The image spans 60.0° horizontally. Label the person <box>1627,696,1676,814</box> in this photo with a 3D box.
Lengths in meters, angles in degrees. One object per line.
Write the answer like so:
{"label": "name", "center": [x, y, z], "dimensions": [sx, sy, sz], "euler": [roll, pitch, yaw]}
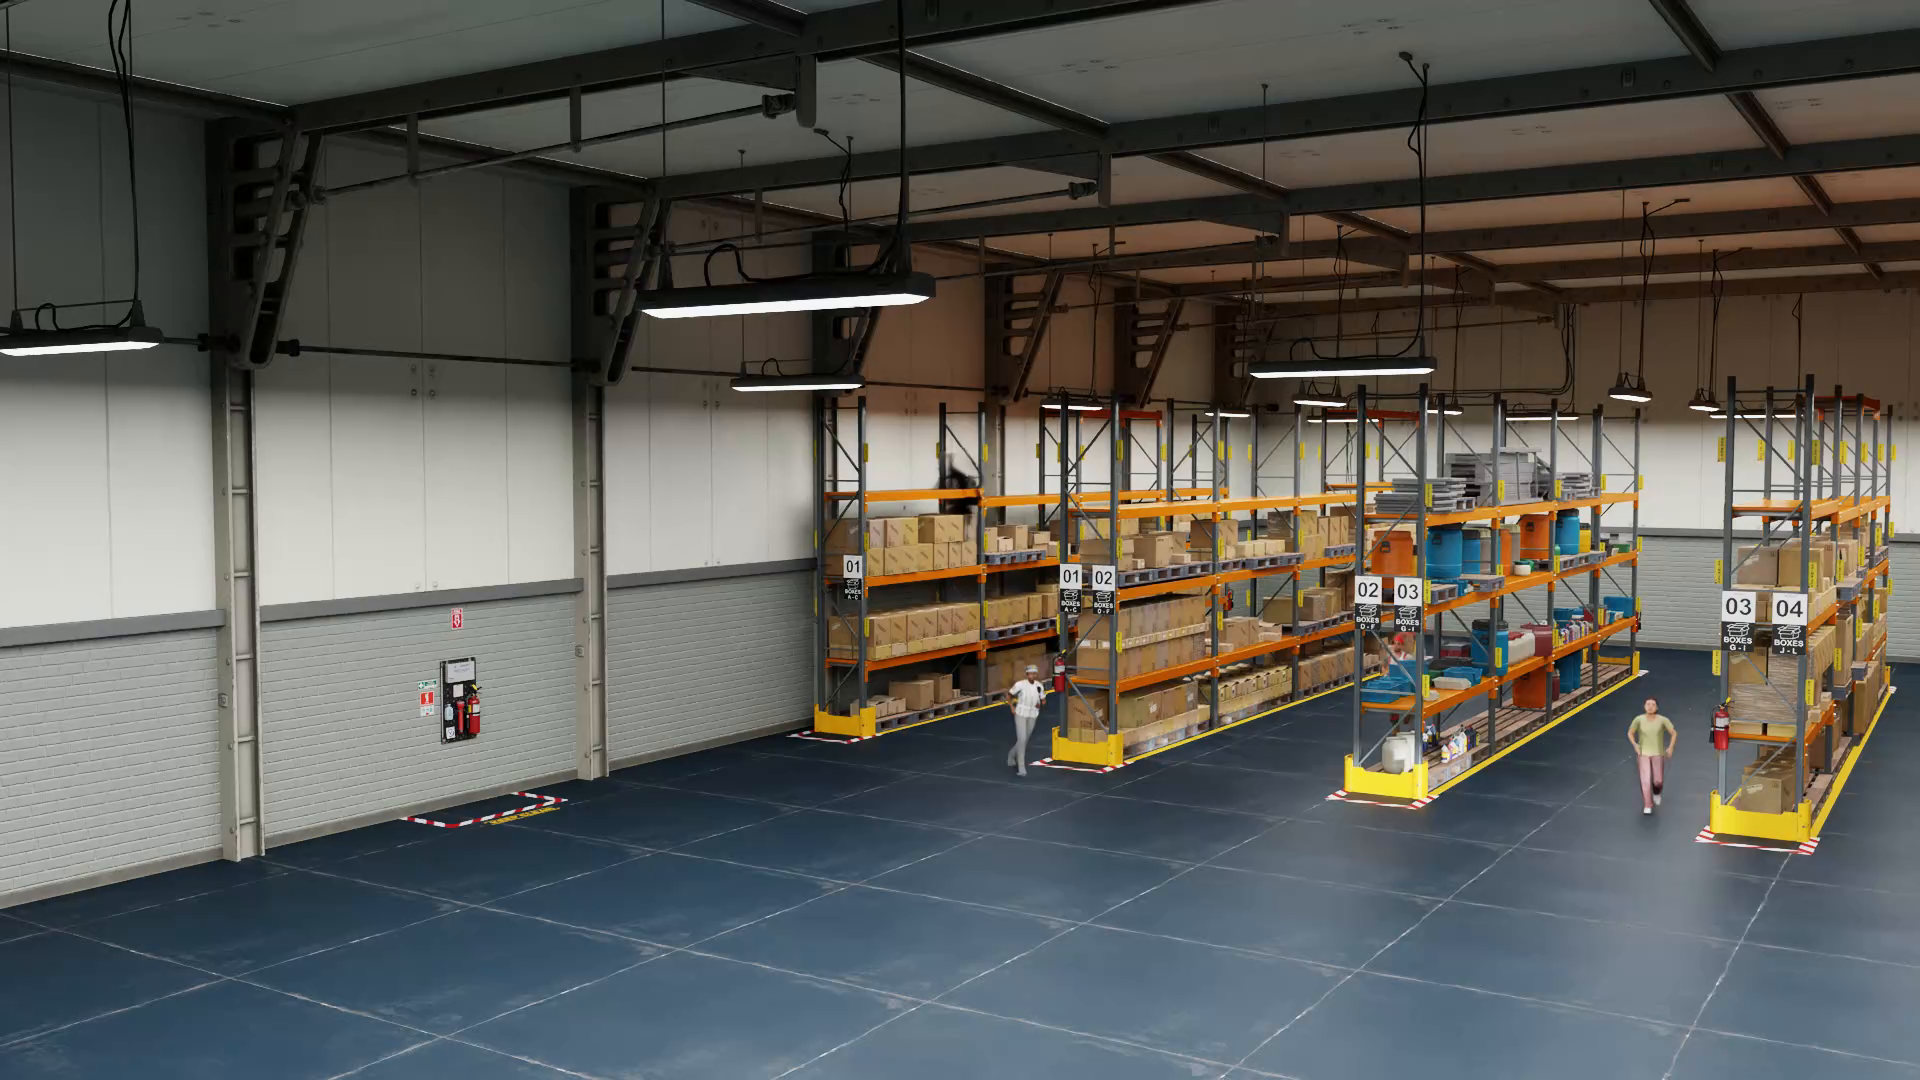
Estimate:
{"label": "person", "center": [9.587, 2.974, 23.066], "dimensions": [0.625, 1.624, 0.577], "euler": [1, 3, 25]}

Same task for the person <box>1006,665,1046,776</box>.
{"label": "person", "center": [1.053, 2.799, 26.186], "dimensions": [0.643, 1.695, 0.804], "euler": [-1, 3, -24]}

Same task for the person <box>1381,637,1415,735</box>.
{"label": "person", "center": [7.800, 2.584, 29.605], "dimensions": [0.656, 1.745, 0.615], "euler": [2, 4, 33]}
